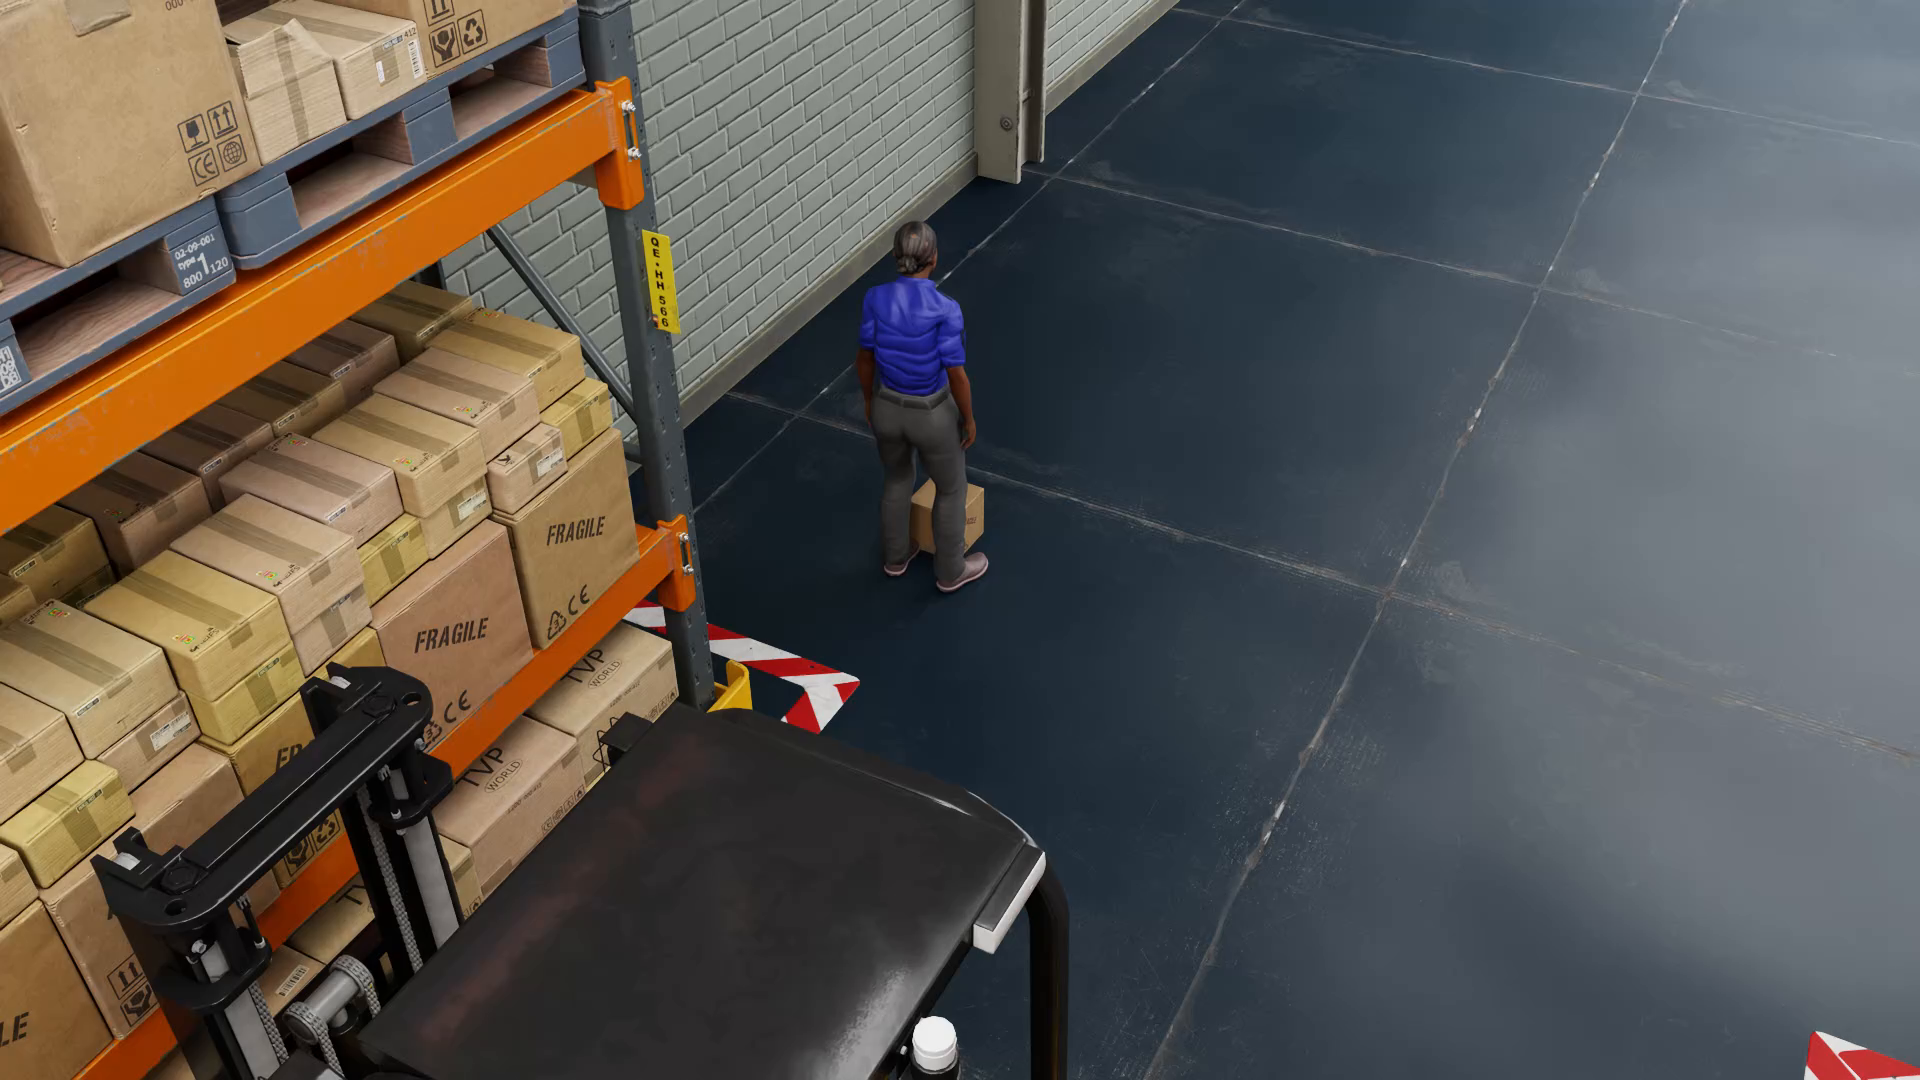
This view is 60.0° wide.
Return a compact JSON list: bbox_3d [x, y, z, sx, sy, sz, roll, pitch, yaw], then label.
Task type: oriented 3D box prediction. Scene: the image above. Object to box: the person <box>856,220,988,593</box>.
[{"bbox_3d":[-0.161,-0.522,6.821,0.527,1.653,0.350,15,41,19],"label":"person"}]
